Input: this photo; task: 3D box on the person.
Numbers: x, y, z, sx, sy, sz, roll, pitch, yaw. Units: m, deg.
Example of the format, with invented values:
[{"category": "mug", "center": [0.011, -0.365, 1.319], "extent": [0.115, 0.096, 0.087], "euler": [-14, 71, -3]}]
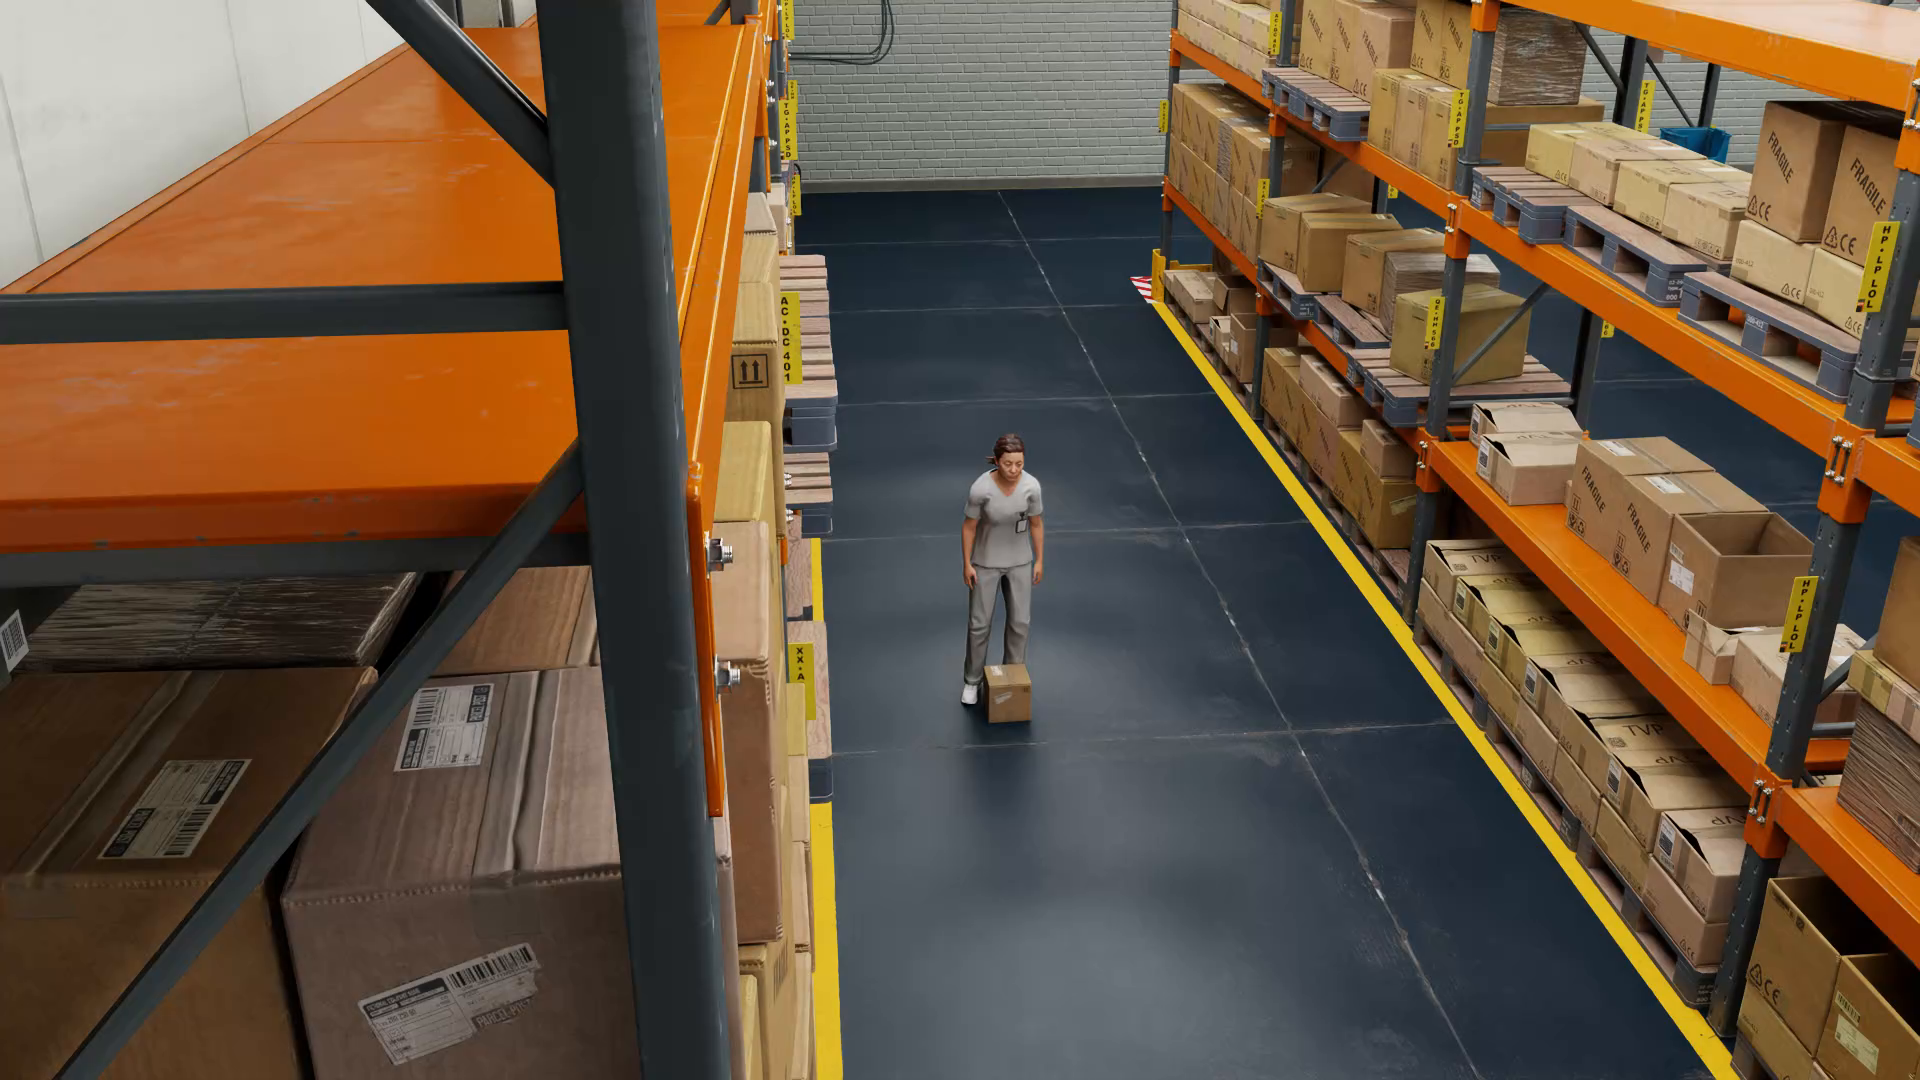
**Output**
[{"category": "person", "center": [0.249, 0.165, 9.730], "extent": [0.512, 1.671, 0.417], "euler": [-4, 24, -9]}]
